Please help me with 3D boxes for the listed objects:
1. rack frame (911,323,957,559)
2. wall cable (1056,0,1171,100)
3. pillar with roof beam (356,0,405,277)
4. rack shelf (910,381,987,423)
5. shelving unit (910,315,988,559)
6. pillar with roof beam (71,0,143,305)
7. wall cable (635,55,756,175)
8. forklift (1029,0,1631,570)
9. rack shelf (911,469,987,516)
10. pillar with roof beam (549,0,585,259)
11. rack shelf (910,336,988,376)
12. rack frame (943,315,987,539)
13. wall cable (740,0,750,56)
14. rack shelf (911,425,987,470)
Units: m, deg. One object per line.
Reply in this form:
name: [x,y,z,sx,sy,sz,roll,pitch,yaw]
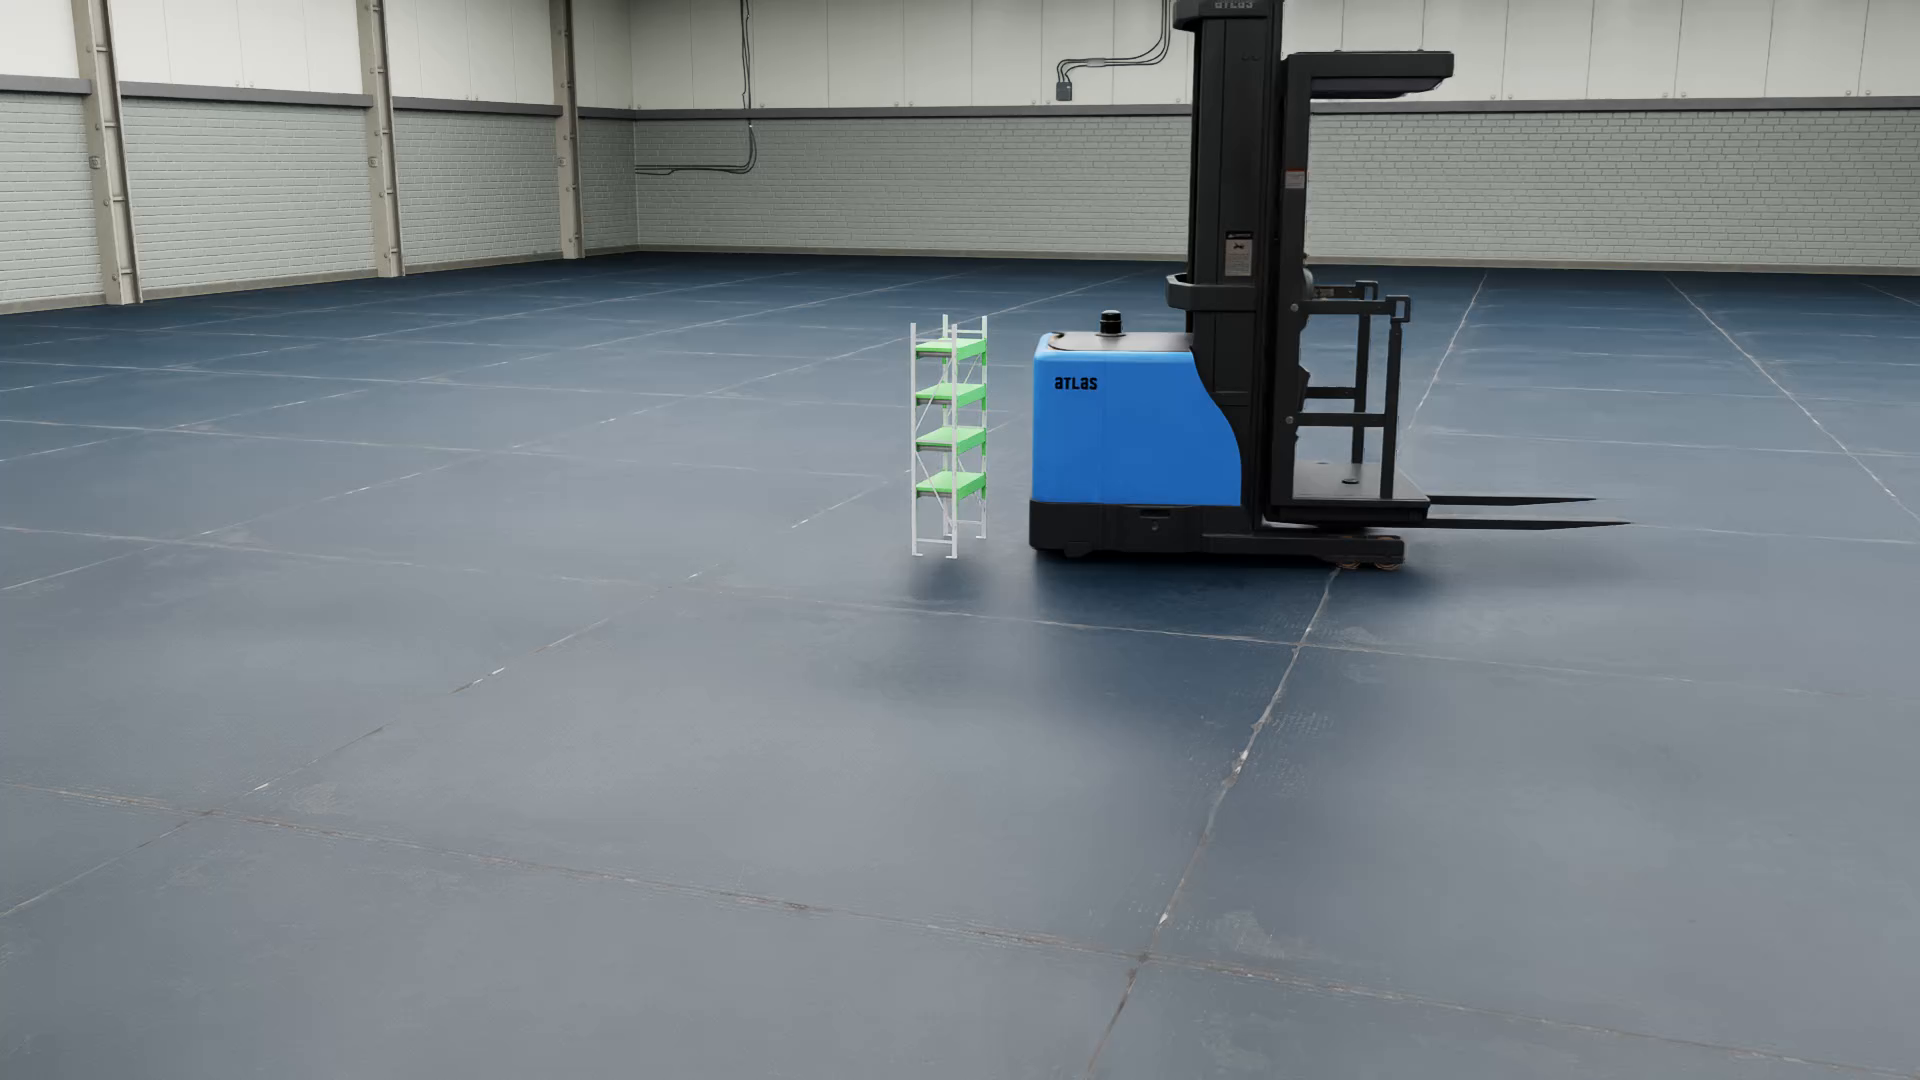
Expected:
rack frame: [-0.133,-0.499,8.477,0.240,1.200,0.015,4,14,18]
wall cable: [3.059,-11.810,32.867,2.305,6.003,0.169,4,14,18]
pillar with roof beam: [-5.991,-8.741,27.061,9.100,9.000,0.400,4,14,18]
rack shelf: [-0.054,-0.722,8.663,0.258,0.148,0.480,4,14,18]
shelving unit: [-0.054,-0.550,8.702,0.258,1.200,0.503,4,14,18]
pillar with roof beam: [-7.932,-7.478,21.526,9.100,9.000,0.400,4,14,18]
wall cable: [-5.919,-9.325,36.600,3.097,2.526,0.112,4,14,18]
forklift: [1.902,-1.402,8.544,3.031,2.935,1.130,1,13,5]
rack shelf: [-0.054,-0.254,8.769,0.258,0.148,0.480,4,14,18]
pillar with roof beam: [-4.050,-10.004,32.596,9.100,9.000,0.400,4,14,18]
rack shelf: [-0.054,-0.956,8.609,0.258,0.148,0.480,4,14,18]
rack frame: [0.025,-0.601,8.927,0.240,1.200,0.015,4,14,18]
wall cable: [-3.359,-11.593,35.185,3.097,2.526,0.112,4,14,18]
rack shelf: [-0.054,-0.488,8.716,0.258,0.148,0.480,4,14,18]
